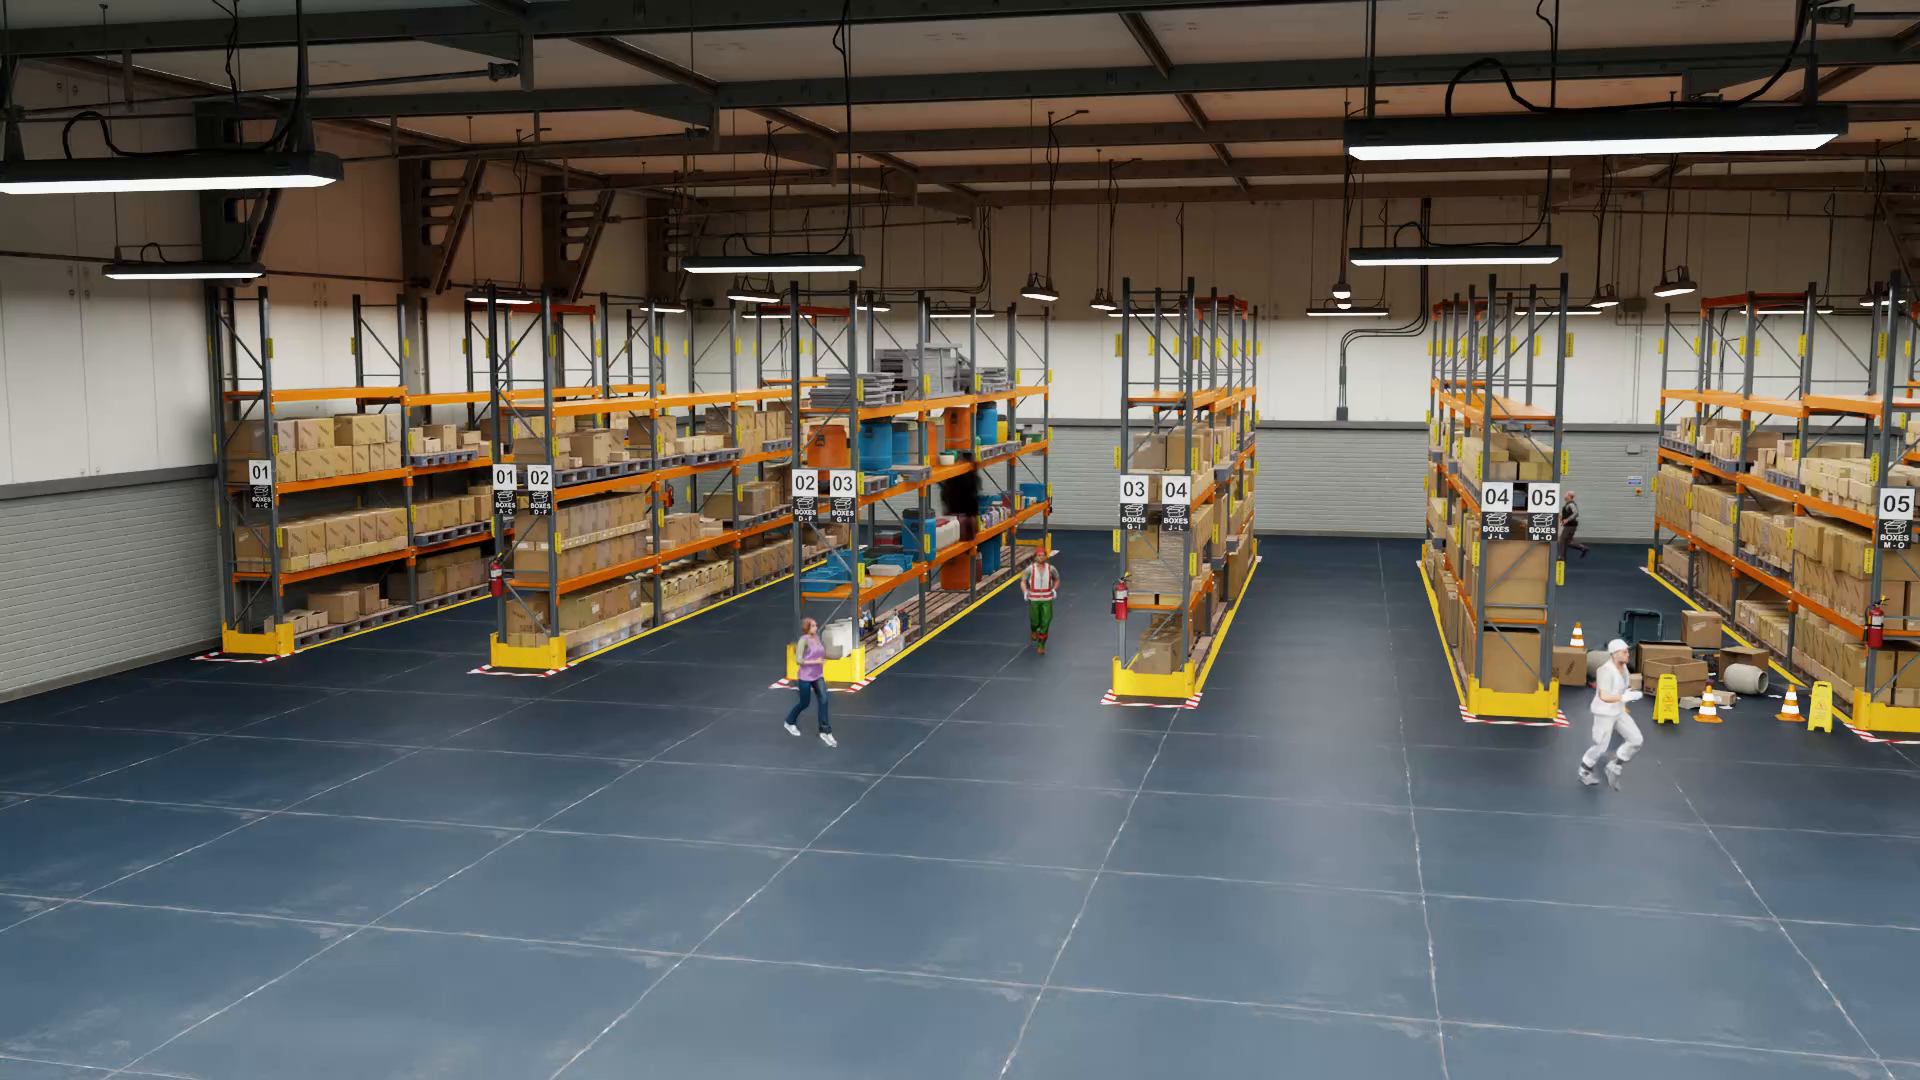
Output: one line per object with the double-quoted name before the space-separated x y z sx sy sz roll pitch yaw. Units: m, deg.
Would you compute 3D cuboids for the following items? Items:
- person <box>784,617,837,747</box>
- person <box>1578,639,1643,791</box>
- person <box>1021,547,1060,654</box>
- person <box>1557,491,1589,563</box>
"person" -1.926 1.780 21.127 0.810 1.632 0.529 5 8 38
"person" 7.347 1.964 18.729 0.697 1.745 0.807 -5 8 -37
"person" 1.340 0.986 27.503 0.657 1.748 0.697 0 7 -4
"person" 14.293 -0.288 38.824 0.830 1.721 0.670 2 7 16
